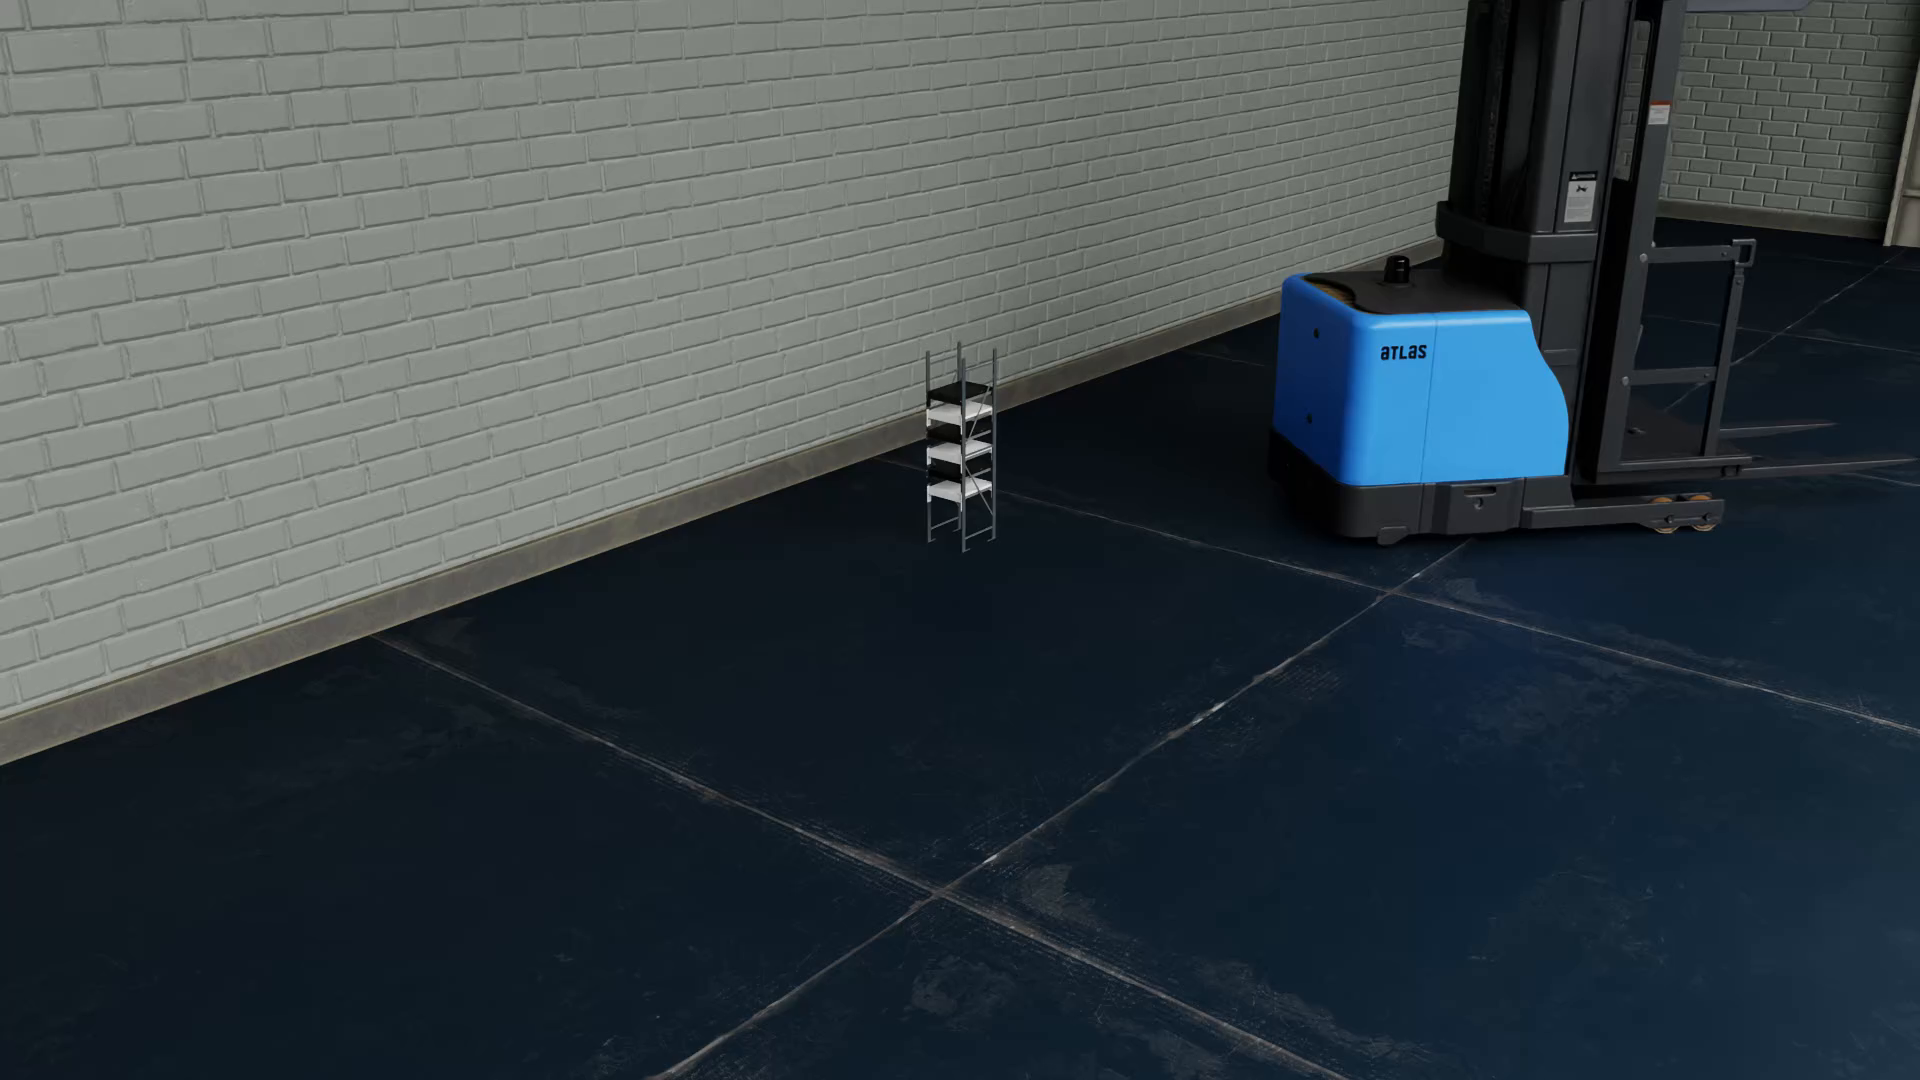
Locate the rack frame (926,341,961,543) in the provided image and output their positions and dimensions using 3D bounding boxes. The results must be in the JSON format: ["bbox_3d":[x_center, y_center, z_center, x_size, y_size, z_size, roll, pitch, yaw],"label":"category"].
[{"bbox_3d":[-0.072,-0.442,7.565,0.006,0.900,0.240,16,26,36],"label":"rack frame"}]

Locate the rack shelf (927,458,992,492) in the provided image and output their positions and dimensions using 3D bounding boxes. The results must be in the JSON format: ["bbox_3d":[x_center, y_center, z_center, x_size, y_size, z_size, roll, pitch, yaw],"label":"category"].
[{"bbox_3d":[0.006,-0.304,7.548,0.200,0.077,0.258,16,26,36],"label":"rack shelf"}]

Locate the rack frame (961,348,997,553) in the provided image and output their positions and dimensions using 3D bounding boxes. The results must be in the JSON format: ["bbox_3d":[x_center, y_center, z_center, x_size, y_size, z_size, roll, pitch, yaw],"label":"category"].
[{"bbox_3d":[0.085,-0.397,7.444,0.006,0.900,0.240,16,26,36],"label":"rack frame"}]

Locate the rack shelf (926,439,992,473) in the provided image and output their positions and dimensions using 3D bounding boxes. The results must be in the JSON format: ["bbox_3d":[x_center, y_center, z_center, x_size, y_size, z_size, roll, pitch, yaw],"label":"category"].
[{"bbox_3d":[0.006,-0.388,7.516,0.200,0.077,0.258,16,26,36],"label":"rack shelf"}]

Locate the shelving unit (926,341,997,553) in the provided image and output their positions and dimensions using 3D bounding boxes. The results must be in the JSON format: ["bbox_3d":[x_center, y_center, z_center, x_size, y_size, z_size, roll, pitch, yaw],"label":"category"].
[{"bbox_3d":[0.006,-0.419,7.505,0.210,0.900,0.258,16,26,36],"label":"shelving unit"}]

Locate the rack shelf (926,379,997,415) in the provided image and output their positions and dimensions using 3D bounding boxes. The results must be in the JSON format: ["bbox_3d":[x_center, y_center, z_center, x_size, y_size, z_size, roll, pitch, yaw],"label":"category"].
[{"bbox_3d":[0.006,-0.641,7.421,0.200,0.077,0.258,16,26,36],"label":"rack shelf"}]

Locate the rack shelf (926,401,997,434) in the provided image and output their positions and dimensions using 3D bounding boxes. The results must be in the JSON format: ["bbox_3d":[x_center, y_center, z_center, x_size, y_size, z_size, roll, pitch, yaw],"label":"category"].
[{"bbox_3d":[0.006,-0.556,7.453,0.200,0.077,0.258,16,26,36],"label":"rack shelf"}]

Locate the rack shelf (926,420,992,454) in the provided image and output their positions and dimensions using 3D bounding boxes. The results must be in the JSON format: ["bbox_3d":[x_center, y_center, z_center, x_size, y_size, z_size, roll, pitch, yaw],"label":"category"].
[{"bbox_3d":[0.006,-0.472,7.485,0.200,0.077,0.258,16,26,36],"label":"rack shelf"}]

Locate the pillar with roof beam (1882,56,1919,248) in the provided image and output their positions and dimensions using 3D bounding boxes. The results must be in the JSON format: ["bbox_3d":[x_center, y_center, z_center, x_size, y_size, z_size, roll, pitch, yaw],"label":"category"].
[{"bbox_3d":[5.552,-5.594,9.750,0.400,9.000,9.100,16,26,36],"label":"pillar with roof beam"}]

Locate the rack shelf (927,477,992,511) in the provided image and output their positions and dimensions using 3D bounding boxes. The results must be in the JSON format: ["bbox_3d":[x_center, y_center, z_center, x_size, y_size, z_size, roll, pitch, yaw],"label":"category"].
[{"bbox_3d":[0.006,-0.220,7.580,0.200,0.077,0.258,16,26,36],"label":"rack shelf"}]

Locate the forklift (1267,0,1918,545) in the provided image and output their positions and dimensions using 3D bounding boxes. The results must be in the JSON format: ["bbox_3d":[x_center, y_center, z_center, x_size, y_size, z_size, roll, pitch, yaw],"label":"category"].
[{"bbox_3d":[3.108,-1.581,7.706,3.031,2.935,1.130,-3,21,-9],"label":"forklift"}]
